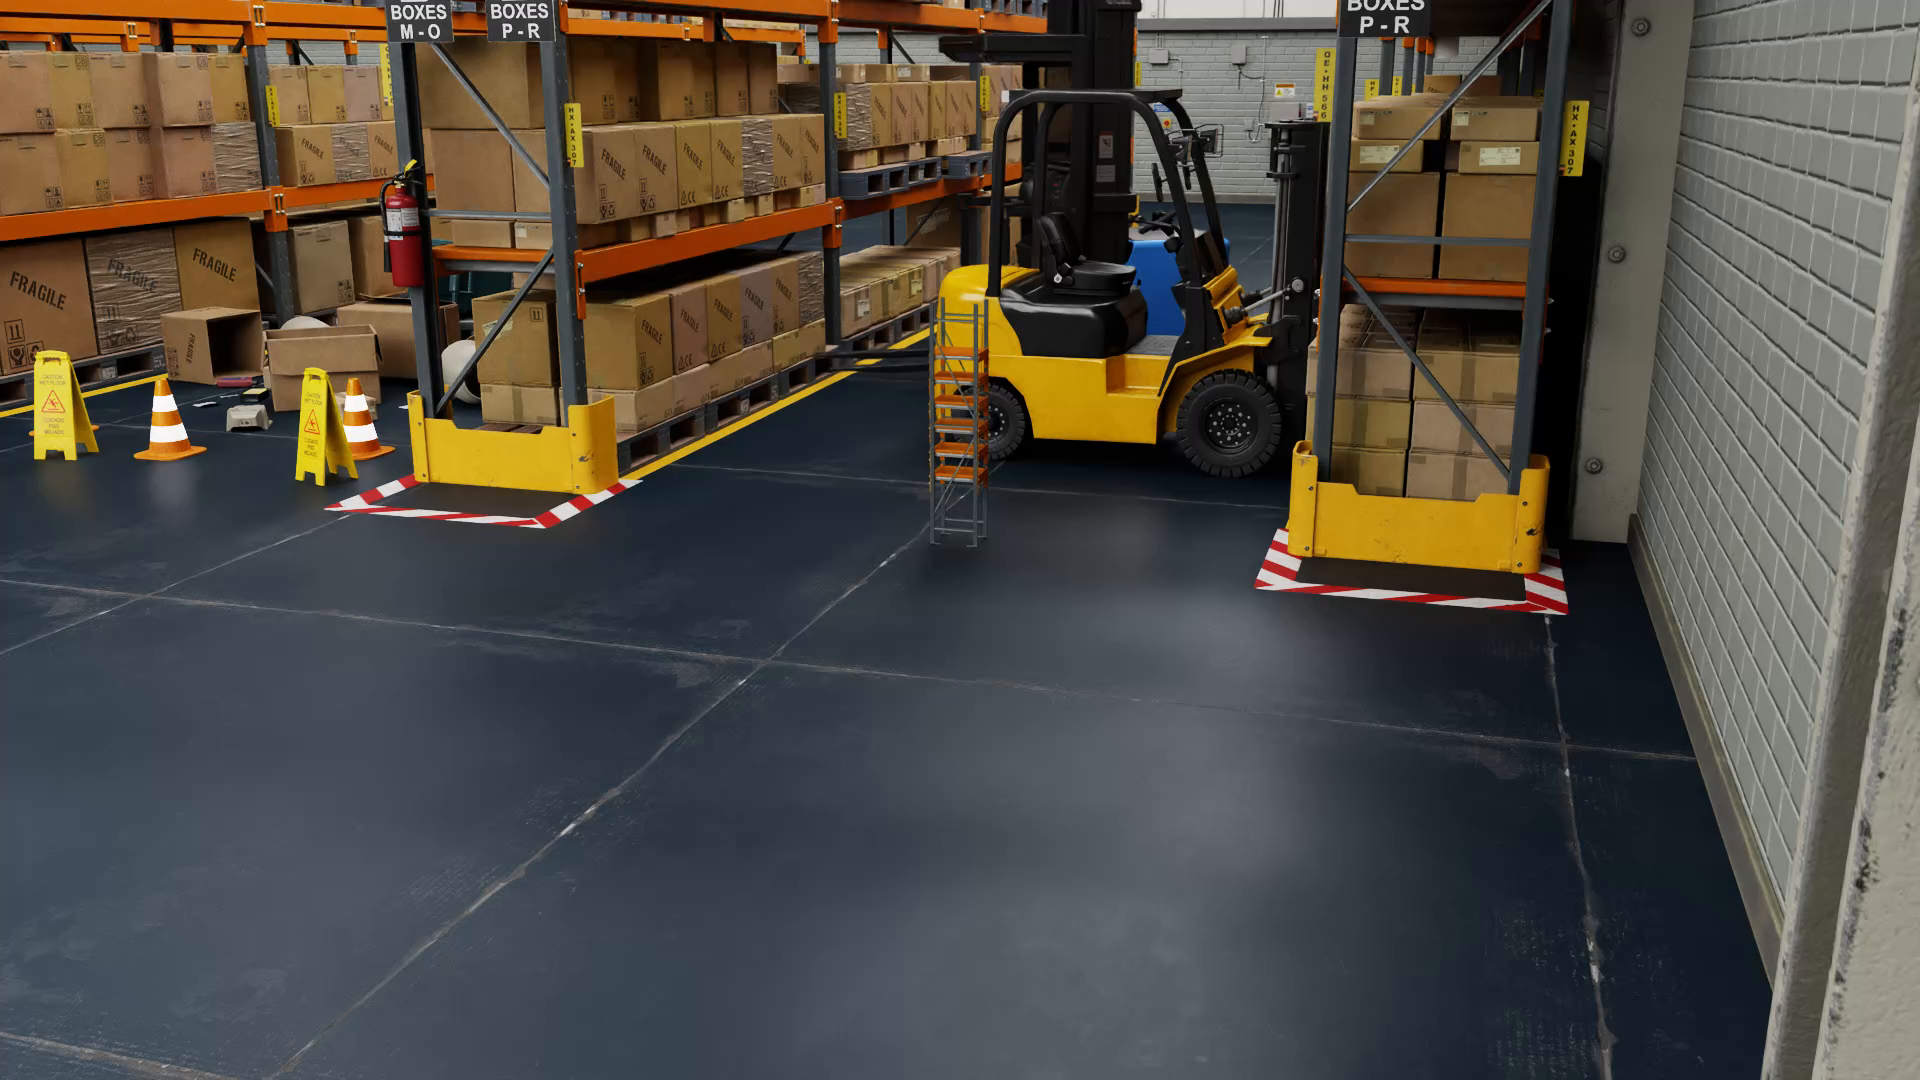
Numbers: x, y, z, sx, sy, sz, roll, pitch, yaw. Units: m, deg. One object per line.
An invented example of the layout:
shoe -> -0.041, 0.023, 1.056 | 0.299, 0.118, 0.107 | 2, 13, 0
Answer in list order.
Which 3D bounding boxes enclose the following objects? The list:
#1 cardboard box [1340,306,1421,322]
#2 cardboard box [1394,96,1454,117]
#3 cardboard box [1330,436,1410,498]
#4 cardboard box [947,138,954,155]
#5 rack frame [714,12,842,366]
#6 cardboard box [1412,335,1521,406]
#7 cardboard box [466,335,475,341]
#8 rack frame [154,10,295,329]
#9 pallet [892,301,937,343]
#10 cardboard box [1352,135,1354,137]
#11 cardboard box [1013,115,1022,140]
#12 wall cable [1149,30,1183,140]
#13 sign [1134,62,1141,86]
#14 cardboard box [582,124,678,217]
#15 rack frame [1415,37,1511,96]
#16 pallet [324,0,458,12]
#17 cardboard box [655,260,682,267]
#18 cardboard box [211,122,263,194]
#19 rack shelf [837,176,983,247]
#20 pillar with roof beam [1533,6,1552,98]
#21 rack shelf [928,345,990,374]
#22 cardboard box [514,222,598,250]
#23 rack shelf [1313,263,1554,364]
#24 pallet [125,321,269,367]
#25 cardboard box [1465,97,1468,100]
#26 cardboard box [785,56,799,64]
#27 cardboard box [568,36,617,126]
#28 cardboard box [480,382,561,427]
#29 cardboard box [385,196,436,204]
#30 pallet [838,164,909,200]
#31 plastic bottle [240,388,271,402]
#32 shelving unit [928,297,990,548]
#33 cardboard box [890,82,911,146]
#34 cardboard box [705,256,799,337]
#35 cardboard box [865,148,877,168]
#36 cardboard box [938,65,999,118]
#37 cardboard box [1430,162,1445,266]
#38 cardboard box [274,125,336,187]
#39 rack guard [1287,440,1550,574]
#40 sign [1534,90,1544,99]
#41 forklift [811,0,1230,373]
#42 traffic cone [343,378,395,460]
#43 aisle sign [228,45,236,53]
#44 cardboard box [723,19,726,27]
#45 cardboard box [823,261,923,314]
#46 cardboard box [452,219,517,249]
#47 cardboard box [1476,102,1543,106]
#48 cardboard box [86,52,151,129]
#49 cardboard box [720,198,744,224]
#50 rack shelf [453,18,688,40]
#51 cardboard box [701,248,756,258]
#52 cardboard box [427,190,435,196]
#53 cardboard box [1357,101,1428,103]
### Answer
cardboard box -> 2.305, -1.148, 9.318 | 0.500, 0.250, 0.500 | 5, 17, 17
cardboard box -> 2.991, -2.789, 10.749 | 0.380, 0.149, 0.250 | 5, 17, 17
cardboard box -> 2.031, -0.403, 8.523 | 0.500, 0.250, 0.500 | 5, 17, 16
cardboard box -> -0.269, -3.620, 15.287 | 0.380, 0.149, 0.250 | 4, 16, 13
rack frame -> -1.423, -2.807, 12.729 | 1.000, 3.000, 0.127 | 5, 16, 16
cardboard box -> 2.518, -0.848, 8.259 | 0.500, 0.250, 0.500 | 4, 16, 15
cardboard box -> -3.713, -1.445, 12.937 | 0.258, 0.266, 0.396 | -7, 17, -23
rack frame -> -6.198, -3.164, 13.989 | 1.000, 3.000, 0.127 | 5, 16, 16
pallet -> -0.859, -1.990, 14.957 | 1.003, 0.211, 1.213 | 5, 16, 16
cardboard box -> 2.074, -1.918, 8.224 | 0.380, 0.149, 0.250 | 5, 17, 17
cardboard box -> 0.396, -4.400, 17.703 | 0.500, 0.250, 0.500 | 5, 16, 16
wall cable -> 3.567, -7.927, 28.862 | 0.585, 1.953, 0.123 | 5, 16, 16
sign -> 2.503, -6.572, 23.446 | 0.100, 0.325, 0.005 | 5, 16, 16
cardboard box -> -2.015, -2.190, 9.825 | 0.500, 0.500, 0.500 | 5, 17, 18
rack frame -> 5.610, -4.516, 18.754 | 1.000, 3.000, 0.127 | 5, 16, 16
pallet -> -5.508, -5.098, 15.654 | 1.003, 0.211, 1.213 | 5, 17, 18
cardboard box -> -2.161, -1.992, 11.563 | 0.380, 0.149, 0.250 | 6, 17, 19
cardboard box -> -6.291, -3.139, 13.625 | 0.875, 0.550, 0.550 | 5, 16, 16
rack shelf -> -0.855, -2.984, 14.672 | 1.077, 0.370, 4.000 | 5, 16, 16
pillar with roof beam -> 2.545, -7.848, 19.509 | 9.100, 9.000, 0.400 | 5, 16, 16
rack shelf -> -0.004, -0.877, 8.066 | 0.258, 0.103, 0.180 | 5, 16, 16
cardboard box -> -2.265, -1.713, 9.330 | 0.380, 0.149, 0.250 | 5, 16, 16
rack shelf -> 2.768, -1.554, 9.629 | 1.077, 0.370, 4.000 | 5, 16, 16
pallet -> -6.489, -1.630, 13.690 | 1.003, 0.211, 1.213 | 5, 16, 16
cardboard box -> 3.425, -2.757, 10.635 | 0.380, 0.149, 0.250 | 4, 16, 14
cardboard box -> -2.679, -6.837, 24.377 | 0.500, 0.500, 0.500 | 4, 16, 15
cardboard box -> -2.473, -2.715, 9.844 | 0.700, 0.500, 0.500 | 5, 17, 16
cardboard box -> -2.581, -0.878, 10.199 | 0.500, 0.250, 0.500 | 5, 16, 16
cardboard box -> -5.321, -3.178, 17.391 | 1.050, 0.750, 0.750 | 4, 16, 15
pallet -> -1.067, -2.903, 13.420 | 1.003, 0.211, 1.213 | 5, 16, 16
plastic bottle -> -5.029, -1.040, 11.883 | 0.133, 0.061, 0.283 | -1, 16, -3
shelving unit -> -0.004, -0.573, 8.152 | 0.258, 1.200, 0.189 | 5, 16, 16
cardboard box -> -0.720, -3.560, 13.886 | 0.500, 0.500, 0.500 | 5, 16, 16
cardboard box -> -1.477, -1.738, 11.856 | 0.500, 0.500, 0.500 | 5, 17, 17
cardboard box -> -0.884, -3.073, 13.357 | 0.380, 0.149, 0.250 | 5, 17, 17
cardboard box -> 0.088, -4.493, 16.656 | 0.500, 0.500, 0.500 | 4, 16, 14
cardboard box -> 2.245, -1.709, 8.674 | 0.500, 0.500, 0.500 | 5, 17, 18
cardboard box -> -5.790, -3.329, 14.387 | 0.500, 0.500, 0.500 | 5, 17, 16
rack guard -> 2.193, -0.168, 8.005 | 1.175, 0.500, 0.348 | 5, 16, 16
sign -> 3.869, -2.835, 11.096 | 0.100, 0.325, 0.005 | 5, 16, 16
forklift -> 0.430, -2.606, 12.146 | 3.031, 2.935, 1.130 | -5, 16, -16
traffic cone -> -3.675, -0.753, 10.135 | 0.336, 0.463, 0.334 | 5, 16, 16
aisle sign -> -11.962, -8.346, 27.493 | 0.394, 0.787, 0.004 | 5, 16, 16
cardboard box -> -3.406, -6.861, 21.799 | 0.500, 0.250, 0.500 | 4, 16, 15
cardboard box -> -0.880, -2.253, 14.821 | 0.950, 0.372, 0.625 | 5, 17, 18
cardboard box -> -2.659, -1.754, 9.477 | 0.380, 0.149, 0.250 | 5, 17, 18
cardboard box -> 2.973, -2.283, 8.963 | 0.380, 0.149, 0.250 | 4, 16, 15
cardboard box -> -6.666, -3.379, 12.491 | 0.875, 0.550, 0.550 | 5, 16, 16
cardboard box -> -1.648, -2.178, 10.970 | 0.380, 0.149, 0.250 | 5, 17, 16
rack shelf -> -4.493, -5.831, 19.212 | 1.077, 0.370, 4.000 | 5, 16, 16
cardboard box -> -1.850, -1.914, 12.474 | 0.500, 0.500, 0.500 | 5, 17, 19
cardboard box -> -8.131, -5.250, 24.467 | 0.875, 0.875, 0.875 | 5, 16, 16
cardboard box -> 2.366, -2.332, 9.136 | 0.380, 0.149, 0.250 | 5, 17, 17
